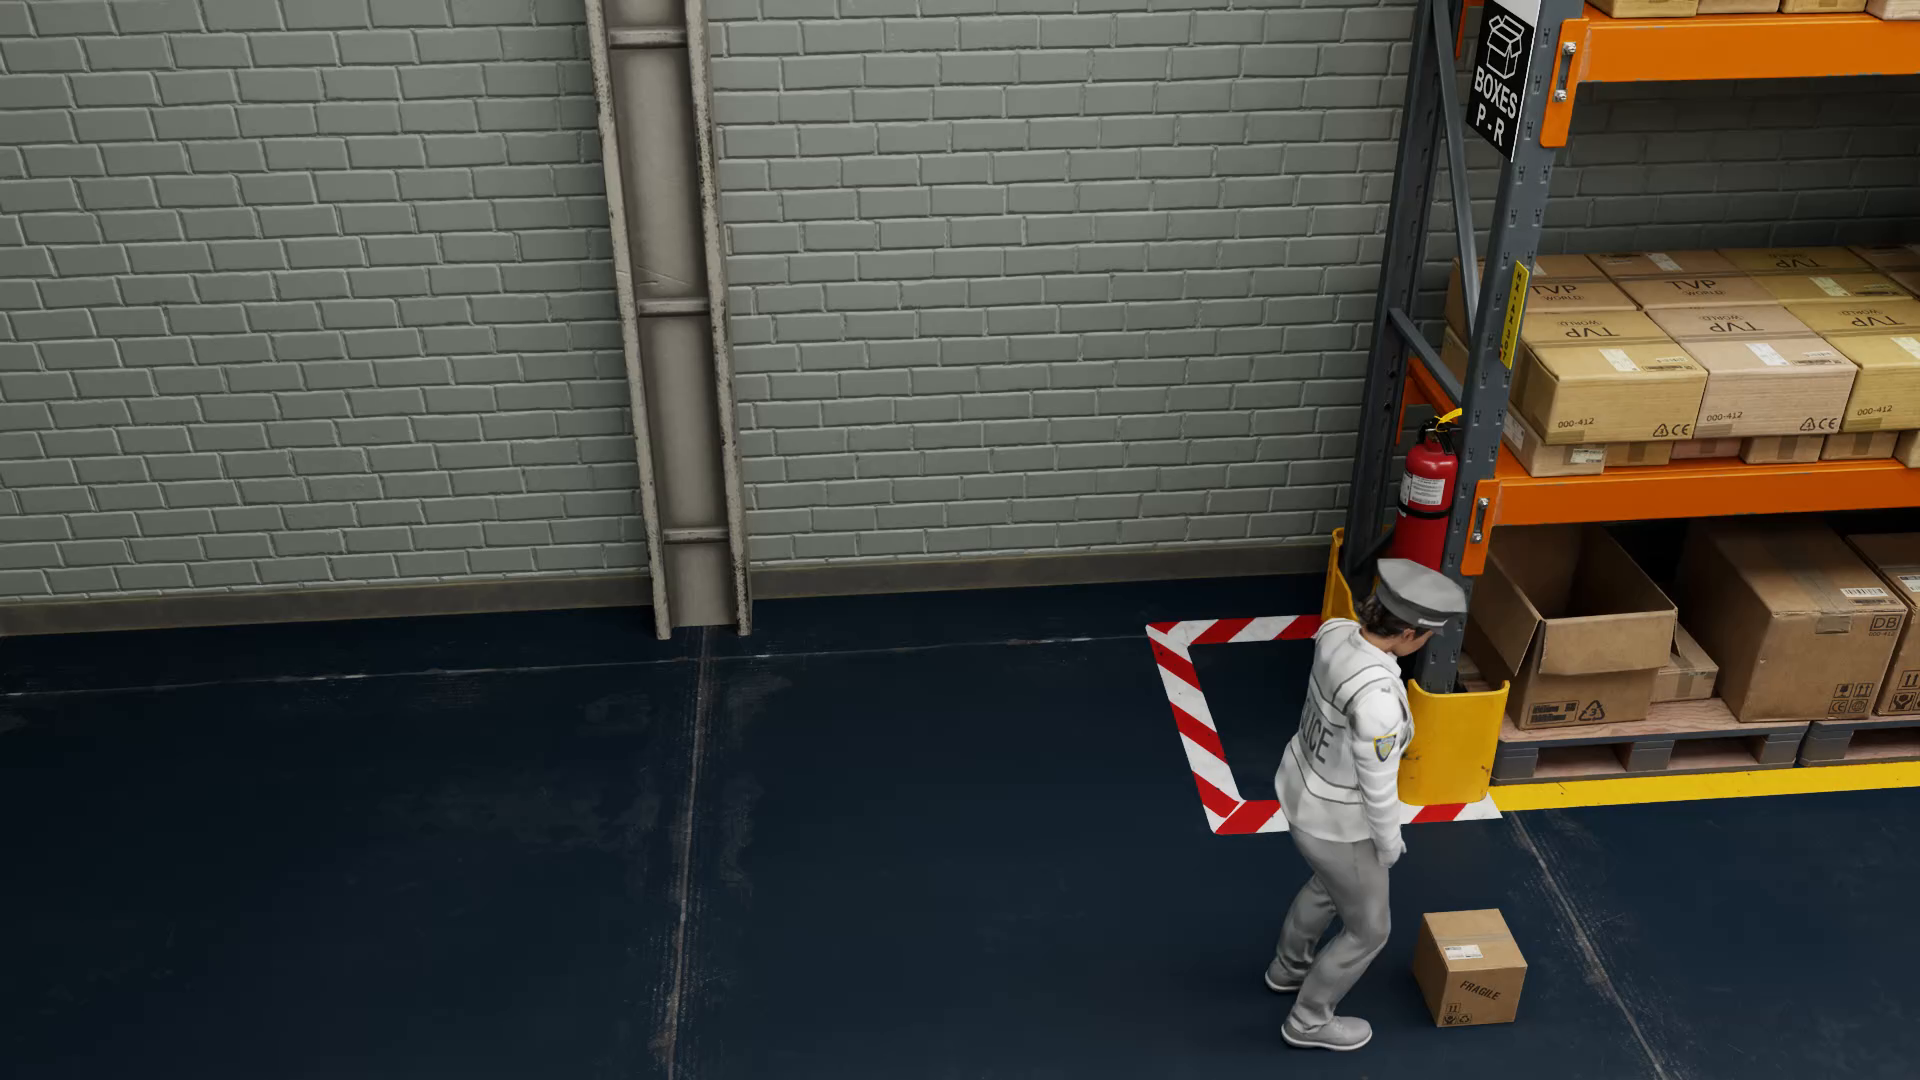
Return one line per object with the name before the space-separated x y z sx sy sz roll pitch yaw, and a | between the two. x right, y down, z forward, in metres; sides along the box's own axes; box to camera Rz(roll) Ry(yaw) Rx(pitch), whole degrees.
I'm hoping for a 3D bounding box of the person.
person | 13.107 1.147 0.204 23.746 5.877 10.479 -2 31 -3
